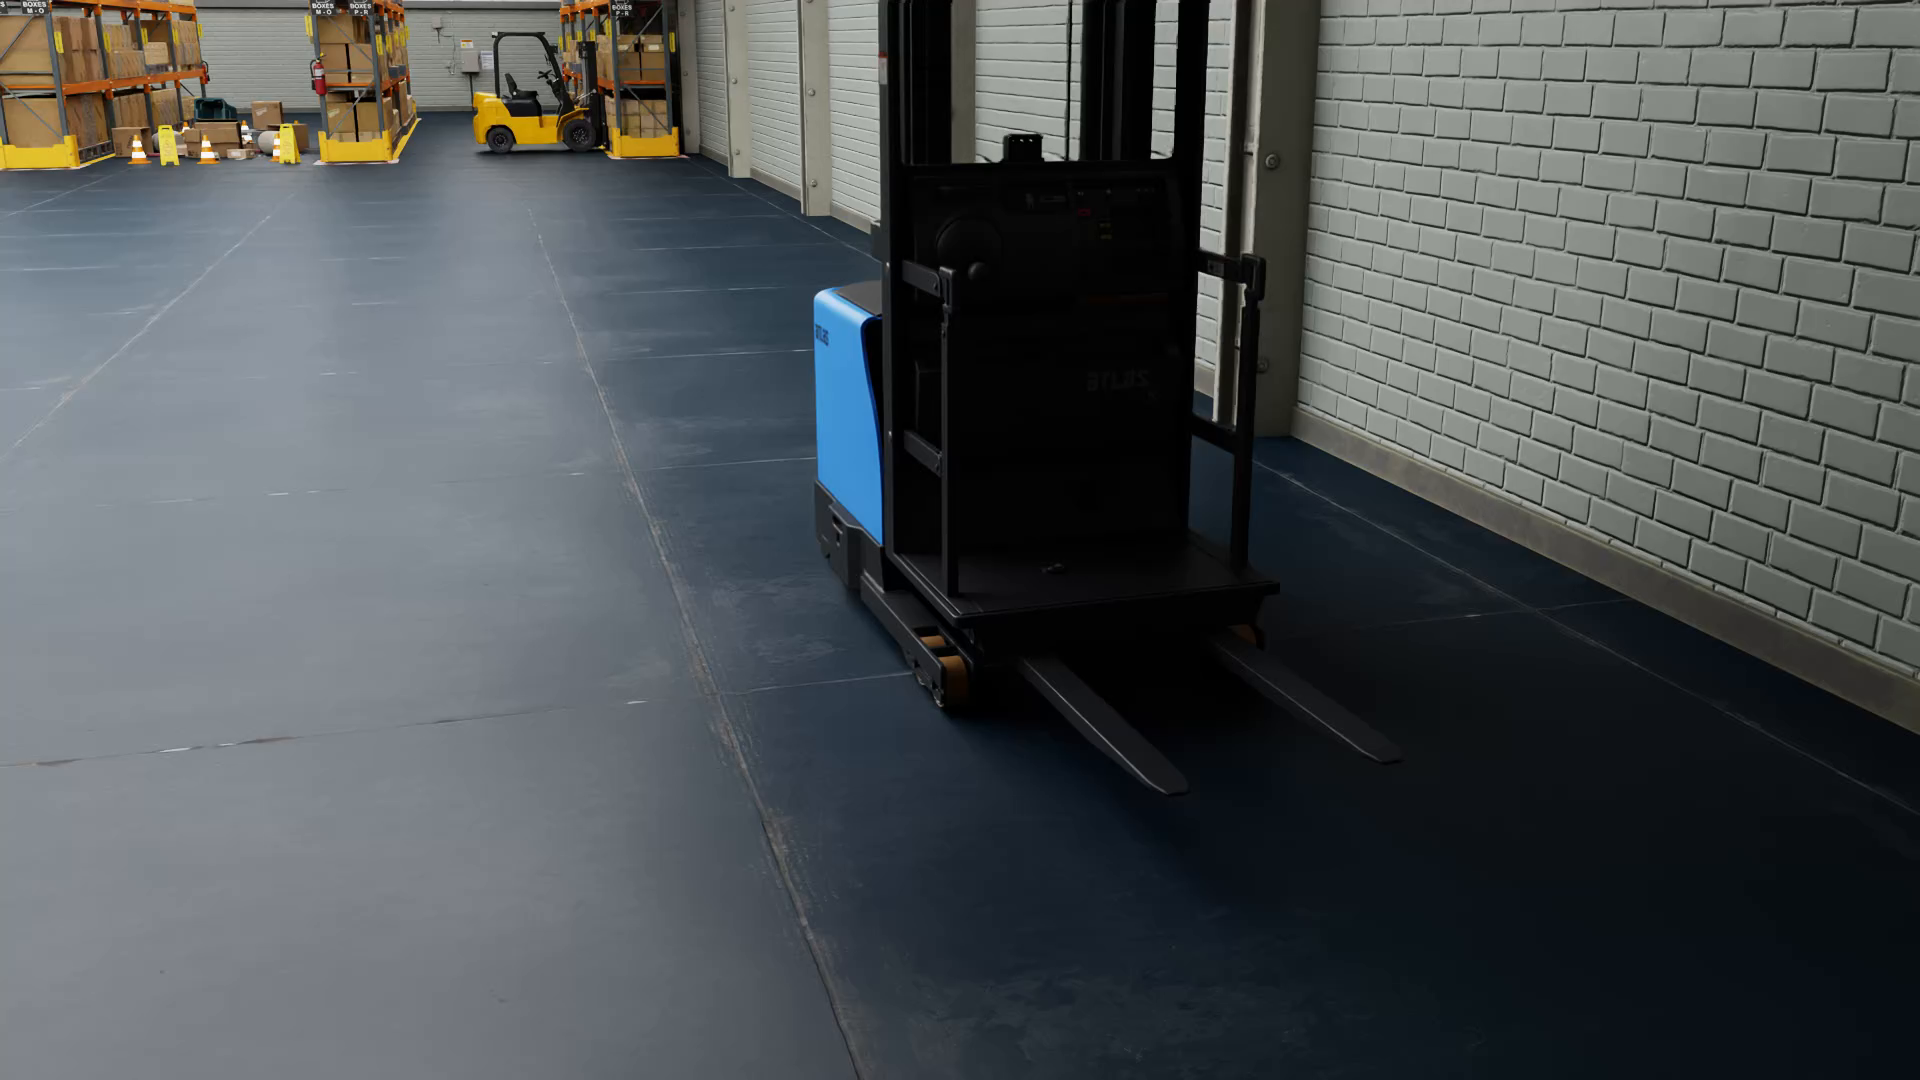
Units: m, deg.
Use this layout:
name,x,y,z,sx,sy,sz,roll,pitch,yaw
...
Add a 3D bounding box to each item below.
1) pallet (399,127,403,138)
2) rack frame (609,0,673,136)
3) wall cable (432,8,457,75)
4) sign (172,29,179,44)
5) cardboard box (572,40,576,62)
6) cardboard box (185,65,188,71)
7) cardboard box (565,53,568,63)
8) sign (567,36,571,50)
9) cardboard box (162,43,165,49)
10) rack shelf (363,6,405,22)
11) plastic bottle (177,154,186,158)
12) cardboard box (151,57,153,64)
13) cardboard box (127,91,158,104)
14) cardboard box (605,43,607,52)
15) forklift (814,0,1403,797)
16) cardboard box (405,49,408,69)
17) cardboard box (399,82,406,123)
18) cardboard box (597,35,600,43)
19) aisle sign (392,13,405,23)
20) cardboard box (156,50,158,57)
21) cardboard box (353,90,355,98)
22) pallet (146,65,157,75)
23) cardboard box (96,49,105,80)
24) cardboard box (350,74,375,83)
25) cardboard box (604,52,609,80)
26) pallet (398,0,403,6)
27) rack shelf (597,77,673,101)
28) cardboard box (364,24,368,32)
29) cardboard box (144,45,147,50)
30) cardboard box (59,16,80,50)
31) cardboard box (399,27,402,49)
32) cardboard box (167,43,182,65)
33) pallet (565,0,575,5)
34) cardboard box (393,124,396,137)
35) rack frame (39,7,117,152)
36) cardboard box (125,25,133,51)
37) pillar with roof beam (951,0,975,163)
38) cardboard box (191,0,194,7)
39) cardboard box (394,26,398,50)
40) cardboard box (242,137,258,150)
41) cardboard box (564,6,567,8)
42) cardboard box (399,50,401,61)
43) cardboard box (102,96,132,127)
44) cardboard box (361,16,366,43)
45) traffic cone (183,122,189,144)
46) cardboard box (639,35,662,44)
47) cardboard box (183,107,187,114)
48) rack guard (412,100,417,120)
name,x,y,z,sx,sy,sz,roll,pitch,yaw
pallet,-12.446,-8.679,35.478,1.003,0.211,1.213,-5,17,-15
rack frame,-5.690,-8.411,29.740,1.000,3.000,0.127,-5,17,-15
wall cable,-15.070,-14.603,48.588,0.588,1.984,0.122,-5,17,-15
sign,-17.958,-11.517,38.068,0.100,0.325,0.005,-5,17,-15
cardboard box,-8.711,-11.468,39.012,0.700,0.500,0.500,-5,17,-16
cardboard box,-18.662,-11.262,39.668,0.380,0.149,0.250,-4,17,-13
cardboard box,-9.940,-12.482,43.034,0.500,0.250,0.500,-5,17,-16
sign,-9.507,-12.100,40.516,0.100,0.325,0.005,-5,17,-15
cardboard box,-18.118,-11.114,37.409,0.380,0.149,0.250,-5,17,-17
rack shelf,-14.309,-12.983,40.994,1.077,0.370,4.000,-5,17,-15
plastic bottle,-13.907,-6.846,29.636,0.133,0.061,0.283,-12,20,-34
cardboard box,-17.619,-10.329,35.830,0.380,0.149,0.250,-4,17,-13
cardboard box,-17.348,-9.384,35.291,0.500,0.250,0.500,-6,18,-18
cardboard box,-6.430,-9.197,31.053,0.380,0.149,0.250,-5,17,-15
forklift,0.356,-1.007,5.210,1.130,2.935,3.031,-5,18,-17
cardboard box,-14.042,-11.956,41.366,0.500,0.500,0.500,-4,17,-14
cardboard box,-13.011,-9.859,37.523,0.875,0.875,0.875,-4,17,-15
cardboard box,-6.987,-9.907,32.902,0.380,0.149,0.250,-4,17,-14
aisle sign,-14.580,-13.733,42.938,0.394,0.787,0.004,-5,17,-15
cardboard box,-17.826,-10.682,36.490,0.380,0.149,0.250,-5,17,-15
cardboard box,-11.681,-8.455,31.503,0.380,0.149,0.250,-4,17,-14
pallet,-17.690,-9.908,35.057,1.213,0.211,1.003,-5,17,-15
cardboard box,-16.179,-8.676,30.360,0.875,0.550,0.550,-5,17,-15
cardboard box,-10.355,-8.008,28.834,0.380,0.149,0.250,-5,17,-15
cardboard box,-6.352,-8.861,31.062,0.500,0.500,0.500,-5,17,-16
pallet,-14.644,-13.633,42.065,1.003,0.211,1.213,-5,17,-15
rack shelf,-6.239,-8.620,31.686,1.077,0.370,4.000,-5,17,-15
cardboard box,-11.747,-10.277,33.402,0.380,0.149,0.250,-4,17,-12
cardboard box,-17.472,-10.463,35.242,0.380,0.149,0.250,-5,17,-16
cardboard box,-15.521,-8.604,28.243,0.875,0.550,0.550,-5,17,-15
cardboard box,-13.657,-12.015,39.825,0.500,0.500,0.500,-5,17,-15
cardboard box,-18.384,-11.265,38.550,0.500,0.500,0.500,-5,17,-16
pallet,-8.588,-12.605,38.813,1.213,0.211,1.003,-5,17,-15
cardboard box,-11.139,-7.866,31.975,0.500,0.250,0.500,-4,17,-13
rack frame,-16.292,-8.705,30.718,1.000,3.000,0.127,-5,17,-15
cardboard box,-17.278,-10.213,33.827,0.700,0.500,0.500,-5,17,-16
pillar with roof beam,-4.207,-6.229,12.047,9.100,9.000,0.400,-5,17,-15
cardboard box,-19.210,-13.284,41.009,0.500,0.250,0.500,-5,17,-16
cardboard box,-12.833,-11.194,37.092,0.500,0.500,0.500,-4,17,-14
cardboard box,-13.400,-7.420,31.192,0.396,0.266,0.258,11,20,32
cardboard box,-9.822,-13.547,42.058,0.380,0.149,0.250,-4,17,-14
cardboard box,-12.954,-10.981,37.687,0.500,0.250,0.500,-4,17,-14
cardboard box,-16.811,-8.260,32.418,1.050,0.750,0.750,-5,17,-15
cardboard box,-11.648,-9.655,31.451,0.700,0.500,0.500,-5,17,-16
traffic cone,-15.209,-7.980,32.715,0.336,0.463,0.334,-5,17,-15
cardboard box,-5.576,-9.022,29.955,0.380,0.149,0.250,-5,17,-16
cardboard box,-18.283,-10.022,38.810,0.380,0.149,0.250,-4,17,-13
rack guard,-14.865,-11.253,43.546,1.175,0.500,0.348,-5,17,-15
